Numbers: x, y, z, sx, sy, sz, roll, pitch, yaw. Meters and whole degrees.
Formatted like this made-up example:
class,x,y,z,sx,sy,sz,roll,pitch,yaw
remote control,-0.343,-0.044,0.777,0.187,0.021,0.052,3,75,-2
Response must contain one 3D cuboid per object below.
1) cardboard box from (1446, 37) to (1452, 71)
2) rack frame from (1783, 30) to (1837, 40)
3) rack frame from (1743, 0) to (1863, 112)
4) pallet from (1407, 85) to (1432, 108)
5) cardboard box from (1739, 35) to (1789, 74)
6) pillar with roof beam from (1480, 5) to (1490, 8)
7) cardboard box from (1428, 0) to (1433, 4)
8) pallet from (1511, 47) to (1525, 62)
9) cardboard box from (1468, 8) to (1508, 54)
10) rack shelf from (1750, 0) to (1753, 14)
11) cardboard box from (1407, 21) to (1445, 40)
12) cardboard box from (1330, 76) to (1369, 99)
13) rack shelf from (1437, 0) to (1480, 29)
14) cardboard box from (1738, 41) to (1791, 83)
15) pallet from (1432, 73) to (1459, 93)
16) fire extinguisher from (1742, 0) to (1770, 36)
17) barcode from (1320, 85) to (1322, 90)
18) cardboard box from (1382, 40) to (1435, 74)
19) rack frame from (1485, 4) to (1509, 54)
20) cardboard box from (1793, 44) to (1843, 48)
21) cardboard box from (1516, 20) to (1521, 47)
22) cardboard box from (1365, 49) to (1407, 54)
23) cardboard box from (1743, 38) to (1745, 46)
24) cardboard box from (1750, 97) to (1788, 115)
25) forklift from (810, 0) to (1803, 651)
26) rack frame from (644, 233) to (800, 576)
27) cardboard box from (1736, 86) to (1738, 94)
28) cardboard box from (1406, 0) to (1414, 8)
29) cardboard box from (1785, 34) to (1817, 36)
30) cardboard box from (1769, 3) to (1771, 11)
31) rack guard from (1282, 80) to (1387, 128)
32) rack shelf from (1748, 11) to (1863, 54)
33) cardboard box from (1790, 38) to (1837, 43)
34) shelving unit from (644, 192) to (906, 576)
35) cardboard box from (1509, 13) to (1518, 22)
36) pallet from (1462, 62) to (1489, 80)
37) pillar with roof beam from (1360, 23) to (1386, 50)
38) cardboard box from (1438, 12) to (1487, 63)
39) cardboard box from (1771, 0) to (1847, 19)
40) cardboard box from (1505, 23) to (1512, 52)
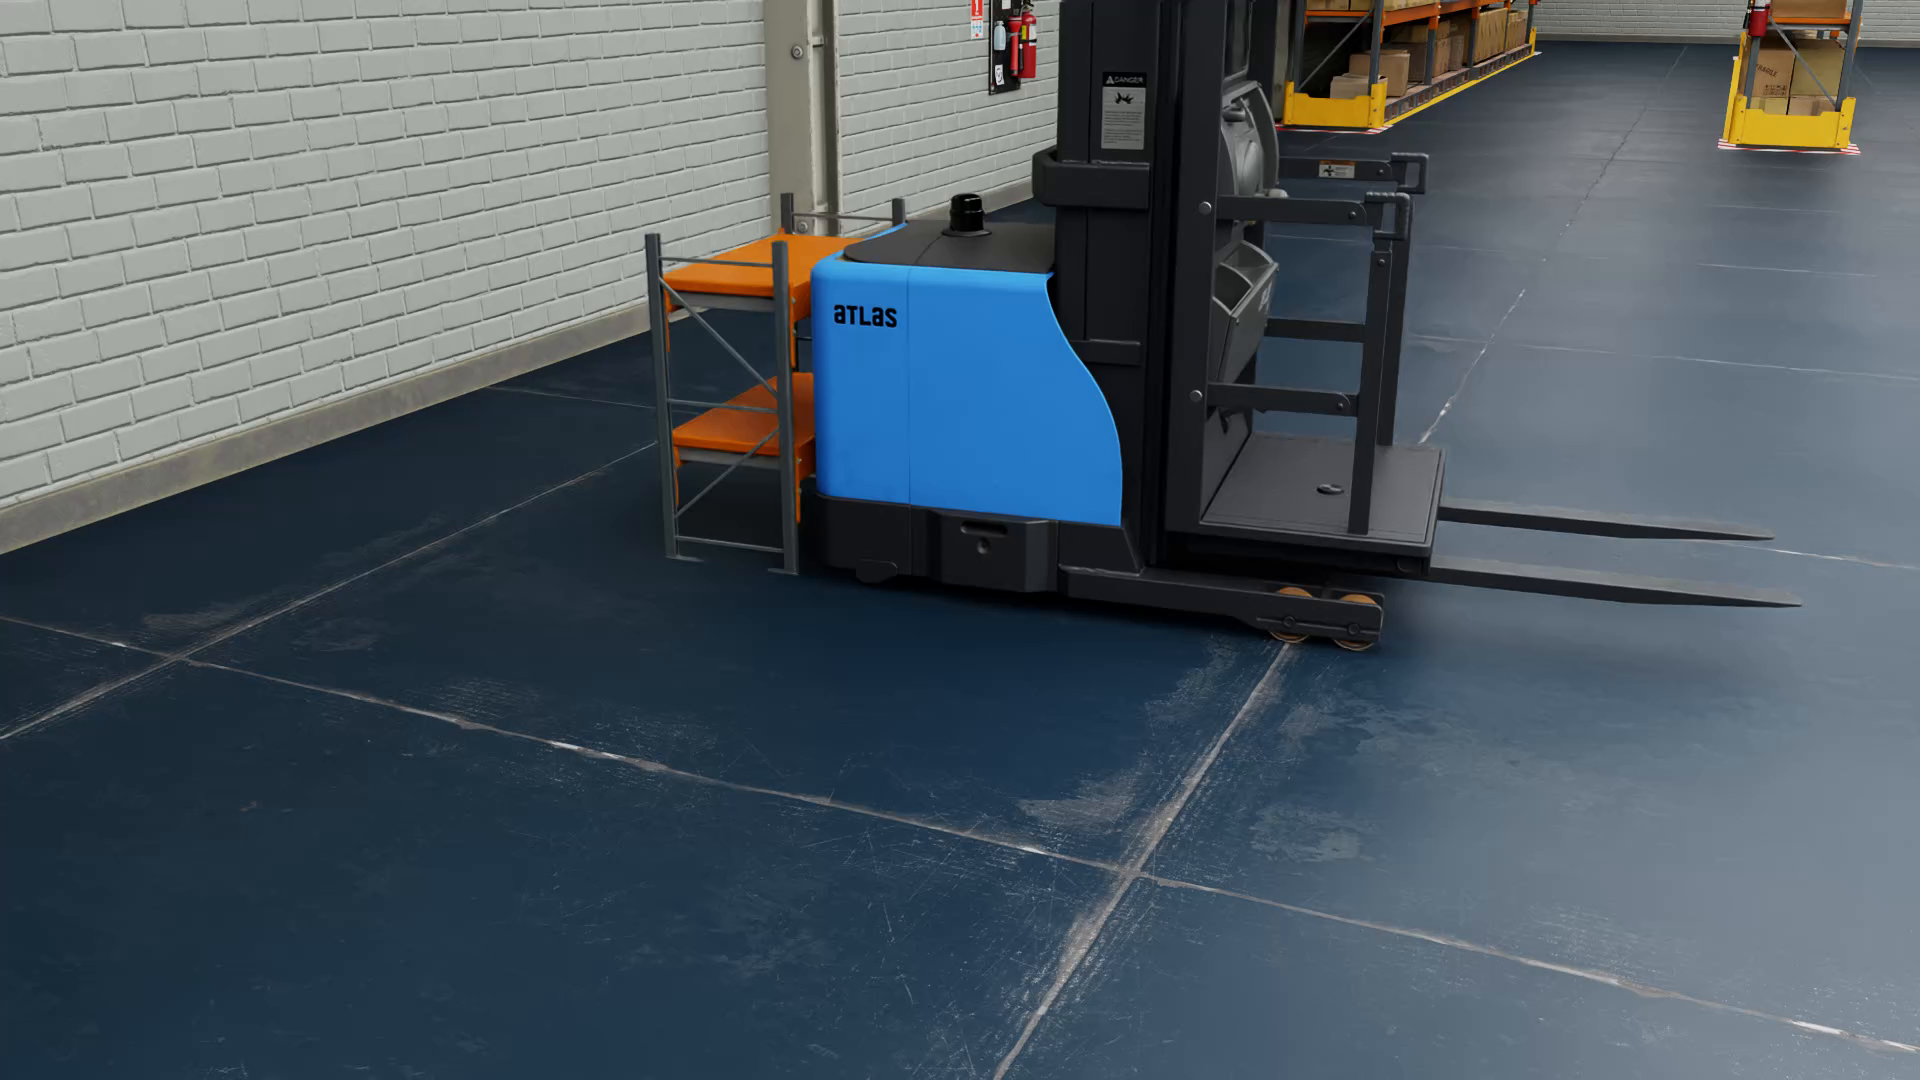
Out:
class,x,y,z,sx,sy,sz,roll,pitch,yaw
cardboard box,7.168,-7.499,25.652,0.700,0.500,0.500,9,21,23
rack frame,10.615,-6.937,20.997,1.000,3.000,0.127,9,21,23
rack frame,8.977,-5.714,17.559,1.000,3.000,0.127,9,21,23
pallet,5.852,-6.091,22.781,1.003,0.211,1.213,9,21,23
cardboard box,10.140,-6.093,20.984,0.500,0.500,0.500,9,21,23
pillar with roof beam,15.252,-14.463,33.208,9.100,9.000,0.400,9,21,23
cardboard box,5.966,-7.216,21.978,0.500,0.250,0.500,9,21,23
pallet,10.251,-9.343,31.925,1.003,0.211,1.213,9,21,23
cardboard box,9.223,-9.029,29.463,0.750,0.750,0.750,9,21,23
rack shelf,13.072,-8.432,26.275,1.077,0.370,4.000,9,21,23
cardboard box,6.989,-7.670,25.014,0.500,0.250,0.500,8,21,22
cardboard box,4.822,-5.532,20.404,0.500,0.311,0.500,6,20,17
rack shelf,6.914,-7.888,24.745,1.077,0.370,4.000,9,21,23
cardboard box,9.528,-5.635,19.694,0.500,0.500,0.500,9,21,23
pallet,6.910,-6.914,25.095,1.003,0.211,1.213,9,21,23
fire extinguisher,8.505,-5.705,17.649,0.296,0.674,0.183,9,21,23
barcode,4.464,-5.597,20.572,0.001,0.075,0.075,9,21,23
cardboard box,6.547,-7.037,24.353,0.700,0.500,0.500,8,21,22
rack frame,9.370,-10.061,29.782,1.000,3.000,0.127,9,21,23
cardboard box,9.796,-5.411,19.064,0.500,0.500,0.500,9,21,23
cardboard box,10.403,-9.769,32.065,0.700,0.500,0.500,8,21,21
cardboard box,5.706,-6.322,22.343,0.500,0.500,0.500,7,21,19
cardboard box,14.638,-9.084,30.481,0.500,0.250,0.500,9,21,23
cardboard box,8.927,-4.821,18.524,0.500,0.250,0.500,9,21,23
forklift,1.084,-1.246,5.099,3.031,2.935,1.130,6,20,17
rack frame,-0.786,-0.442,5.532,0.500,1.125,0.032,7,21,19
cardboard box,9.730,-5.435,20.250,0.500,0.250,0.500,9,21,23
cardboard box,5.360,-6.752,20.673,0.500,0.250,0.500,8,21,22
cardboard box,13.329,-7.763,26.393,0.500,0.500,0.500,8,21,21
cardboard box,10.020,-6.532,19.711,0.700,0.500,0.500,9,21,24
rack guard,4.488,-5.238,19.951,1.175,0.500,0.348,9,21,23
rack shelf,9.796,-5.986,19.398,1.077,0.370,4.000,9,21,23
cardboard box,10.409,-5.869,20.354,0.500,0.500,0.500,9,21,23
shelving unit,-0.614,-0.602,5.982,0.538,1.125,1.048,7,21,19
cardboard box,10.291,-9.840,31.297,0.380,0.149,0.250,8,21,21
pallet,8.124,-7.755,27.459,1.003,0.211,1.213,9,21,23
pillar with roof beam,10.339,-10.795,22.894,9.100,9.000,0.400,9,21,23
cardboard box,8.153,-8.230,27.215,0.750,0.750,0.750,8,21,22
cardboard box,9.180,-5.902,17.938,0.700,0.500,0.500,9,21,23
cardboard box,9.770,-9.295,30.733,0.700,0.500,0.500,9,21,23
